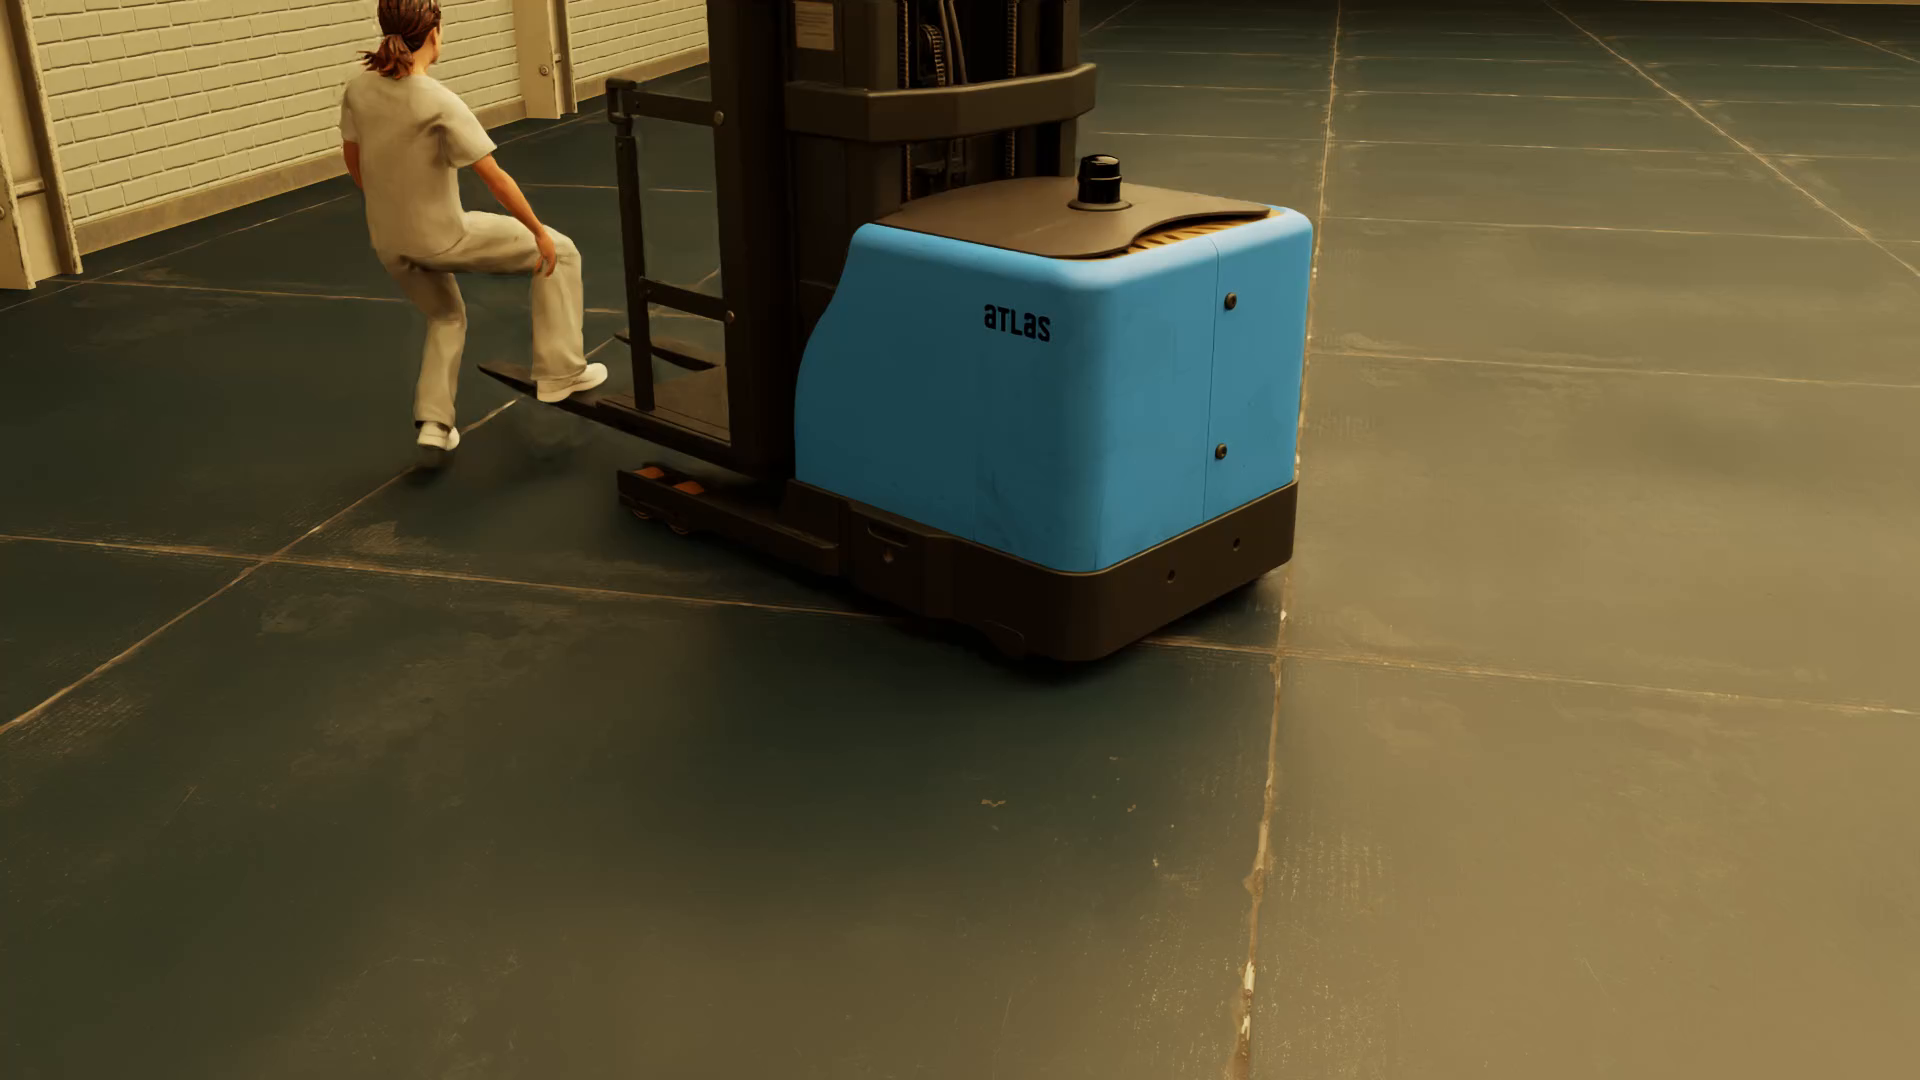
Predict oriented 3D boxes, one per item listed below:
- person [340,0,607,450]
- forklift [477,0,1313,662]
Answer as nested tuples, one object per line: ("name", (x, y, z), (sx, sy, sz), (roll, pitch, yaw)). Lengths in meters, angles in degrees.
("person", (-1.652, -1.048, 5.541), (0.654, 1.549, 0.620), (10, 24, 22))
("forklift", (-0.452, -1.500, 4.945), (3.031, 2.935, 1.130), (19, 29, 39))
